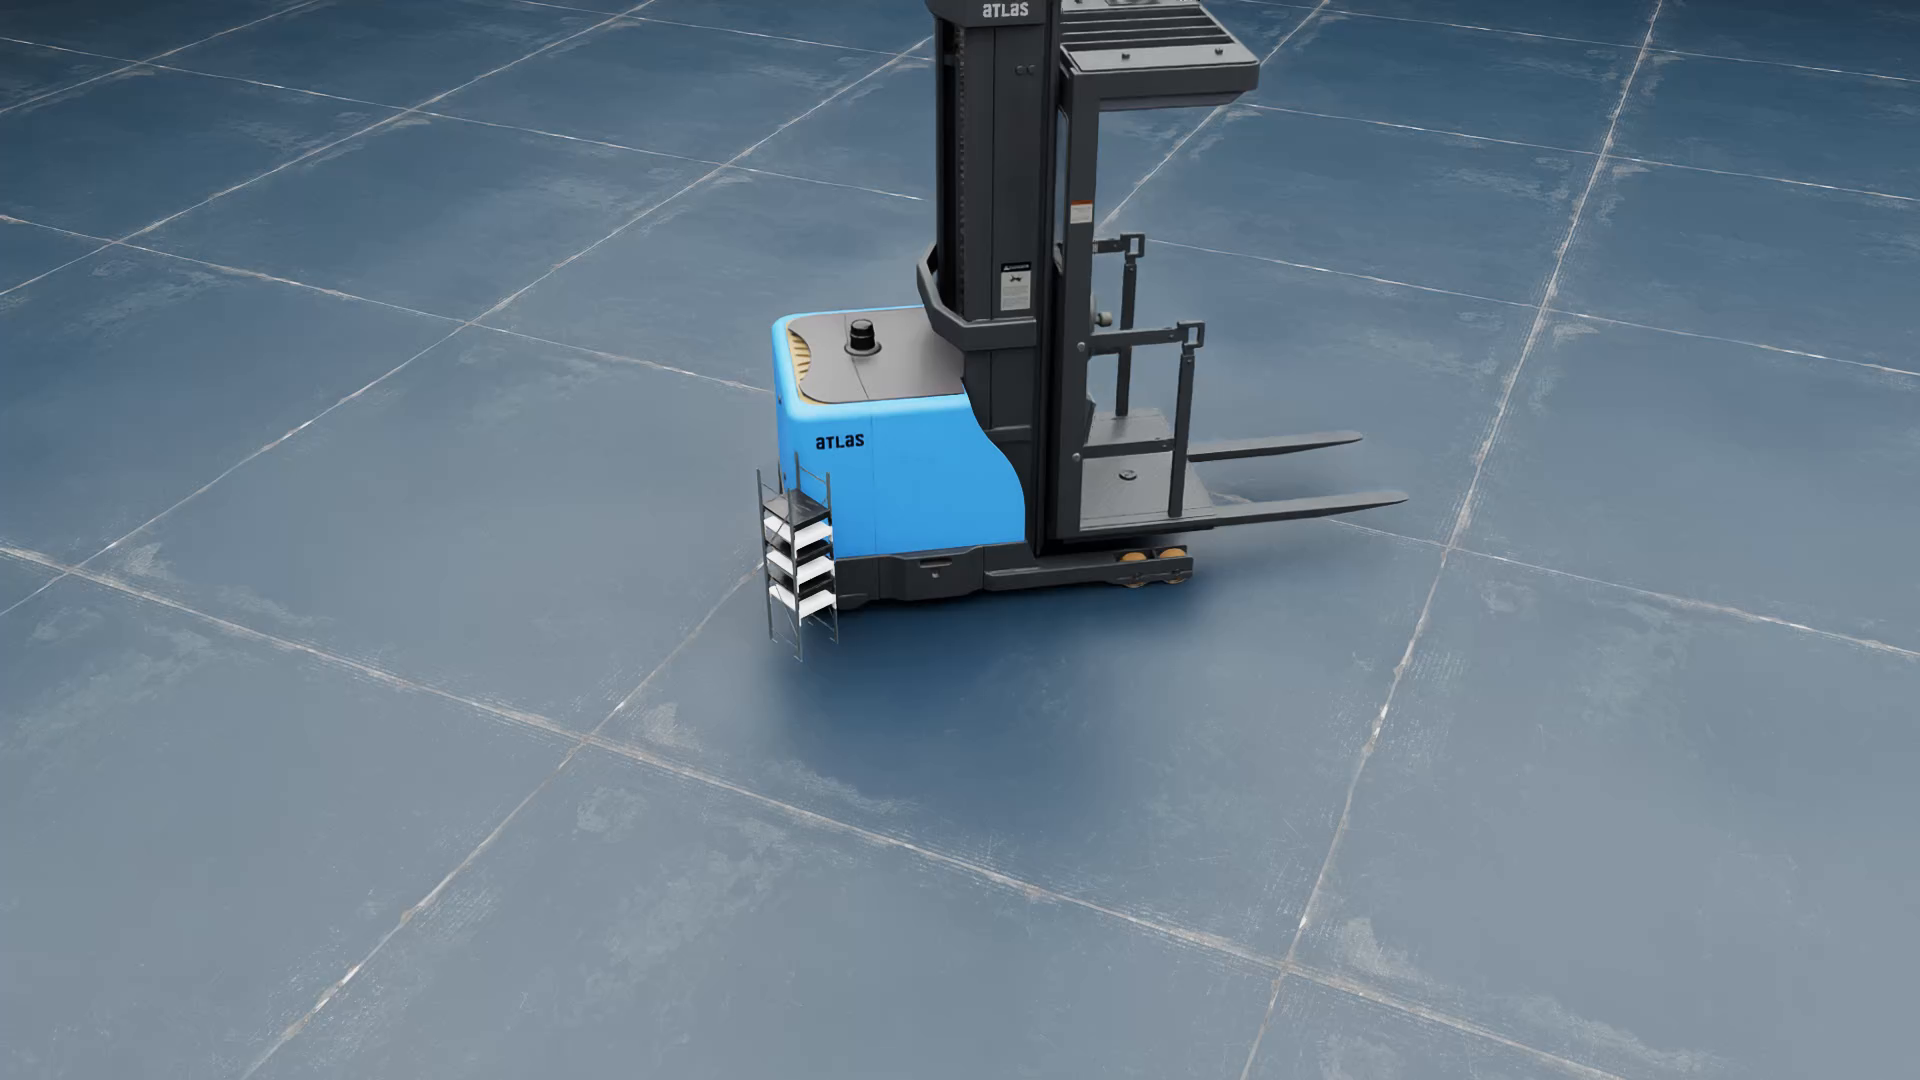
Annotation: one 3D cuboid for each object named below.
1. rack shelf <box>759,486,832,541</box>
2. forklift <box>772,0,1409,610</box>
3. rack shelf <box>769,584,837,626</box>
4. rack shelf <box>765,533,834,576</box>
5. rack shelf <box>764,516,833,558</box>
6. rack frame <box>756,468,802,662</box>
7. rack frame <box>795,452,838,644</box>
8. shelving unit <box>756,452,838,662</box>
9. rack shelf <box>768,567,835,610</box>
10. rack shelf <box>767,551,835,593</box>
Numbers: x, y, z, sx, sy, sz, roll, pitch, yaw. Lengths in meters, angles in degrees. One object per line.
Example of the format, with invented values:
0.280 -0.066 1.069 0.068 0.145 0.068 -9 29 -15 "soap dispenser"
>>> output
-0.709 -0.116 7.174 0.200 0.077 0.258 -26 41 -34 "rack shelf"
0.657 -1.280 7.530 3.031 2.935 1.130 -5 34 -8 "forklift"
-0.709 0.261 7.421 0.200 0.077 0.258 -26 41 -34 "rack shelf"
-0.709 0.035 7.273 0.200 0.077 0.258 -26 41 -34 "rack shelf"
-0.709 -0.040 7.223 0.200 0.077 0.258 -26 41 -34 "rack shelf"
-0.785 0.119 7.247 0.006 0.900 0.240 -26 41 -34 "rack frame"
-0.633 0.045 7.360 0.006 0.900 0.240 -26 41 -34 "rack frame"
-0.709 0.082 7.304 0.210 0.900 0.258 -26 41 -34 "shelving unit"
-0.709 0.186 7.371 0.200 0.077 0.258 -26 41 -34 "rack shelf"
-0.709 0.110 7.322 0.200 0.077 0.258 -26 41 -34 "rack shelf"
